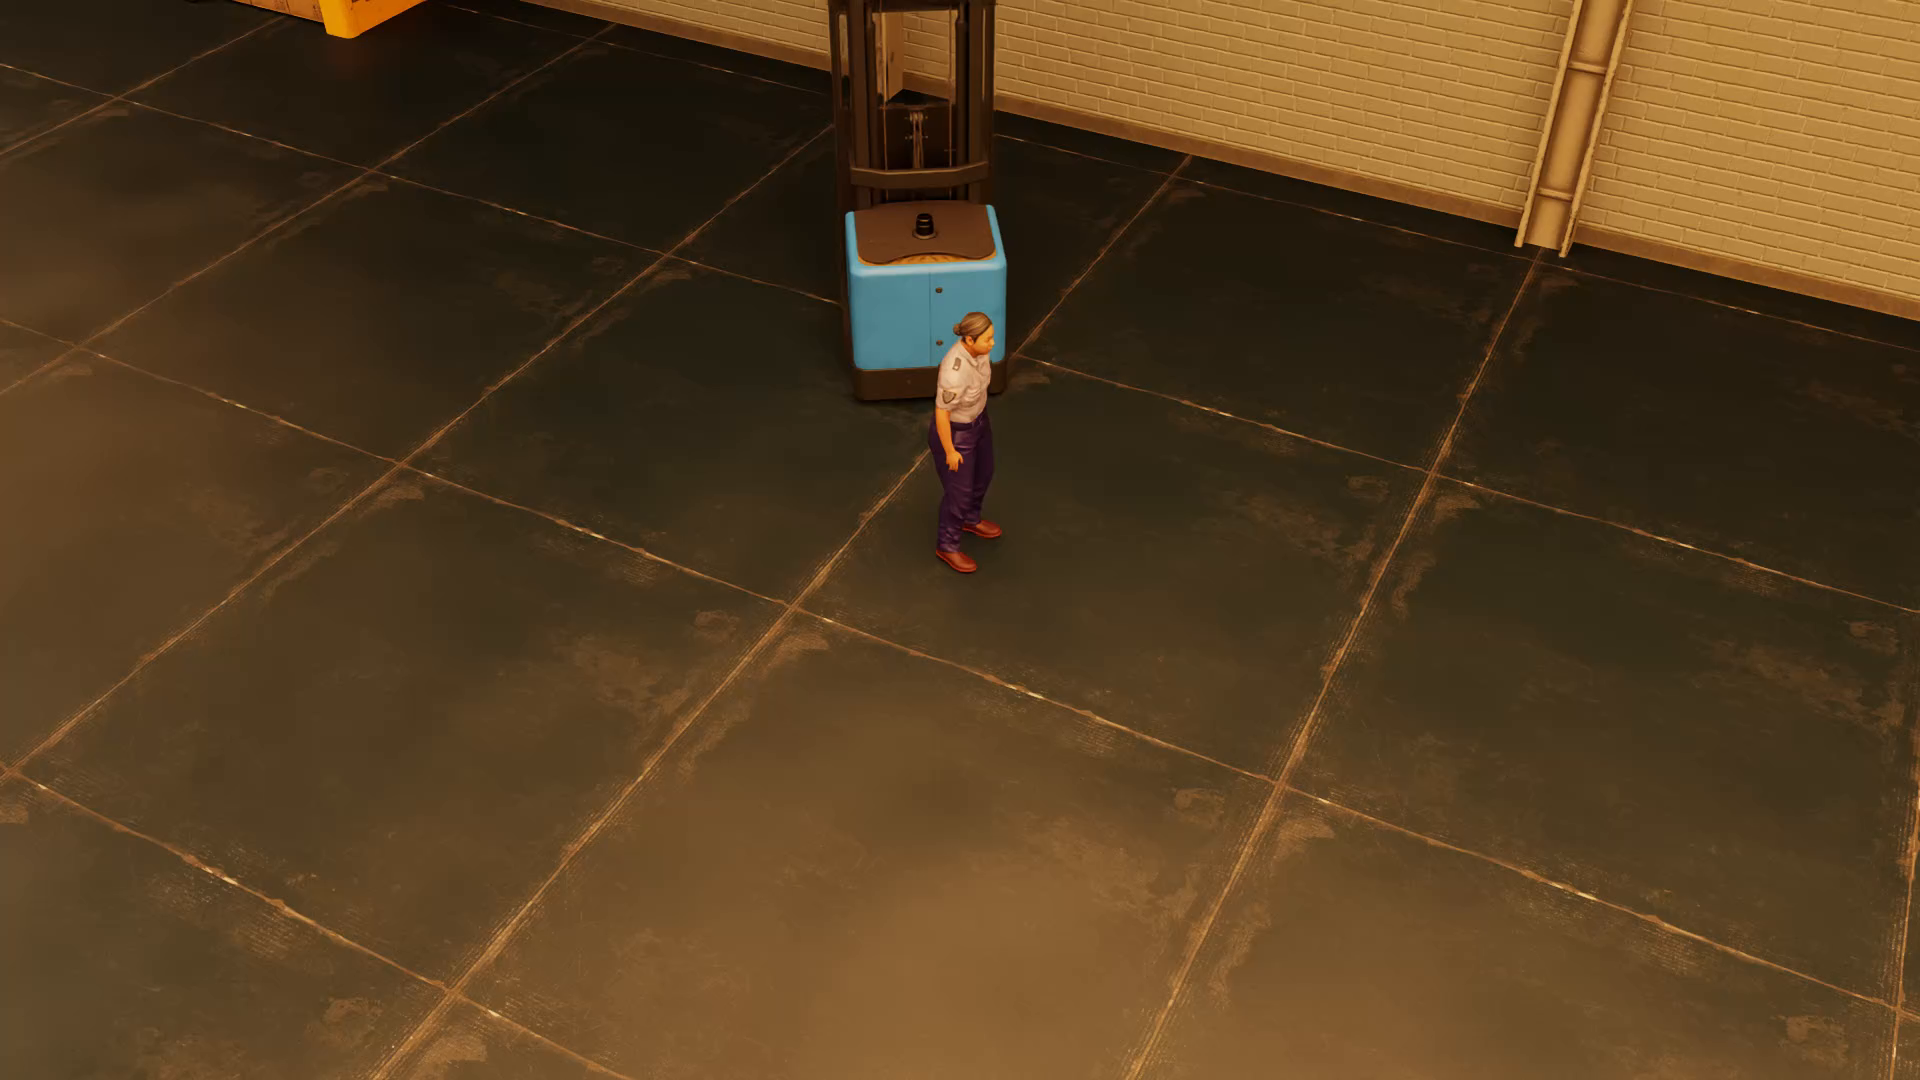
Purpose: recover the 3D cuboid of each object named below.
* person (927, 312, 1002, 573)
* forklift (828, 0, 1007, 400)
[{"bbox_3d":[0.025,-0.621,9.719,0.373,1.651,0.546,17,43,19],"label":"person"},{"bbox_3d":[-0.340,-3.010,11.560,1.130,2.935,3.031,-4,40,-4],"label":"forklift"}]
